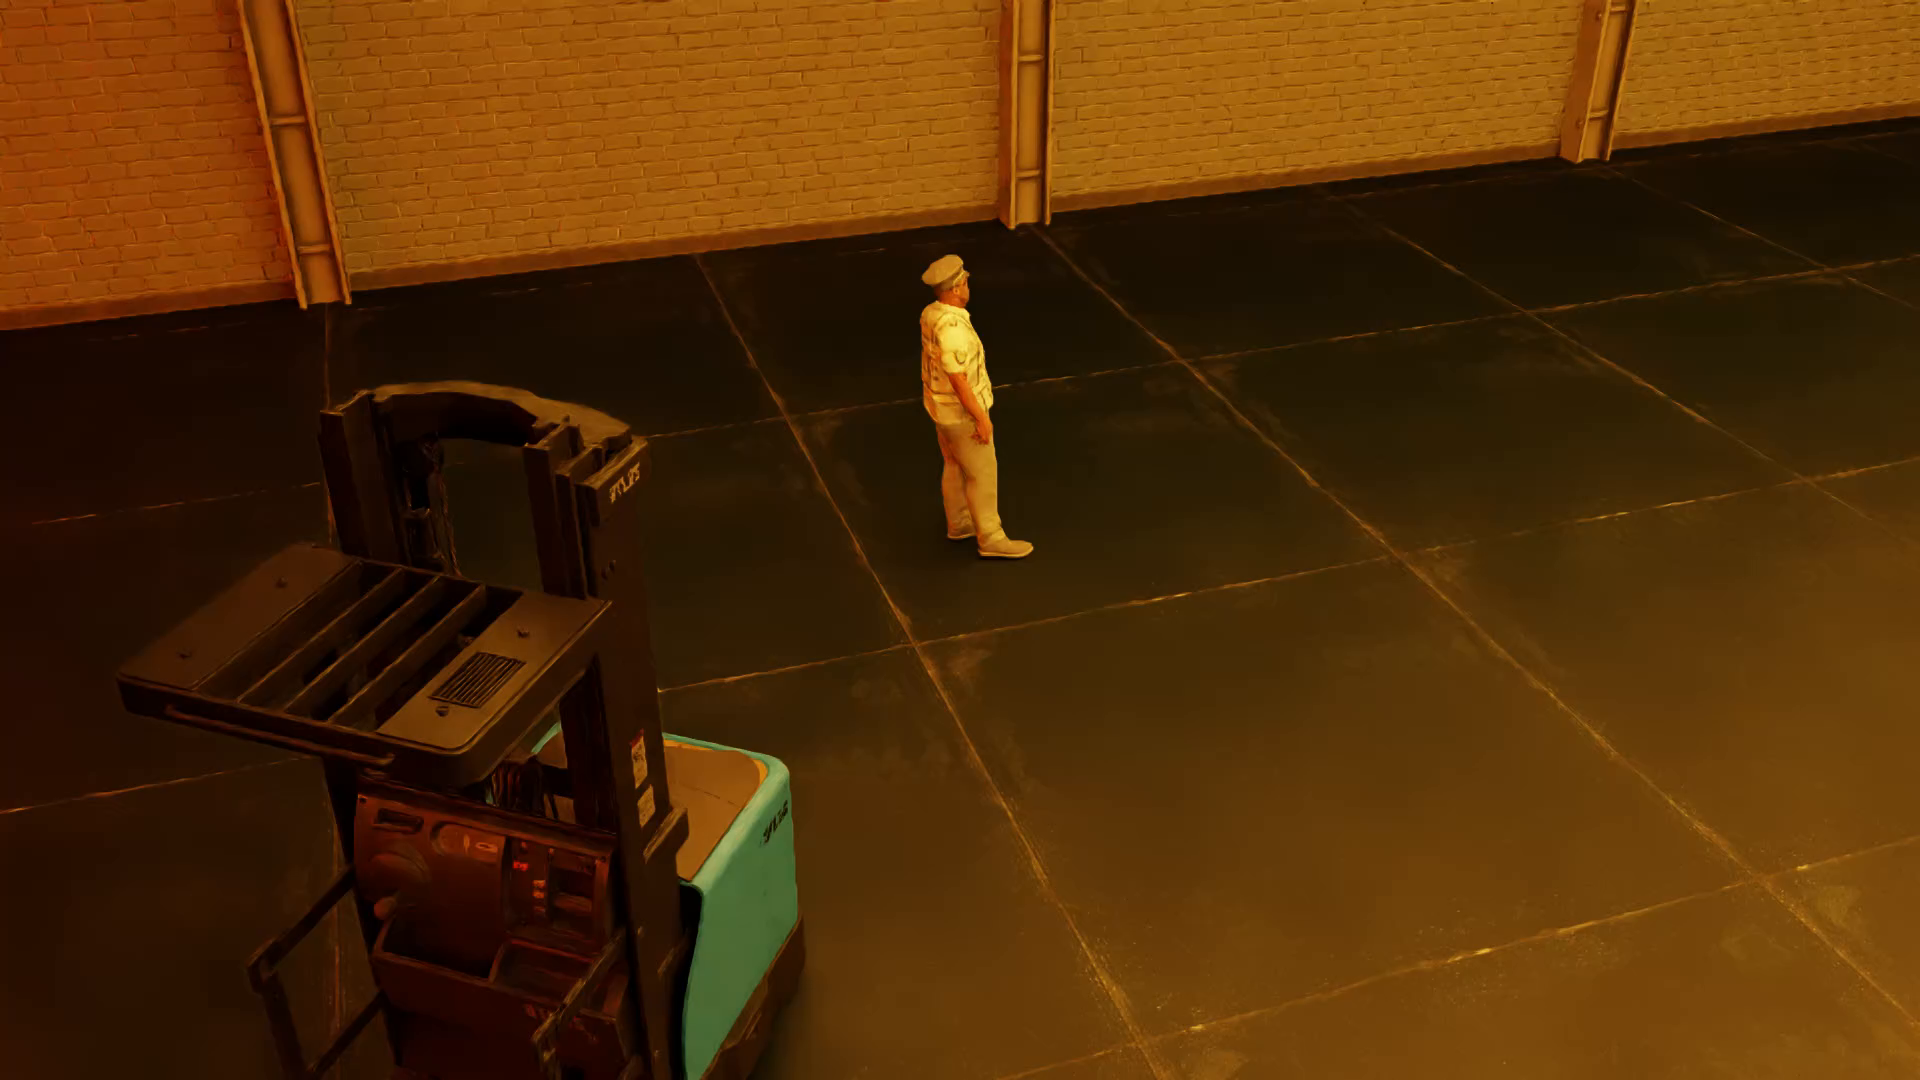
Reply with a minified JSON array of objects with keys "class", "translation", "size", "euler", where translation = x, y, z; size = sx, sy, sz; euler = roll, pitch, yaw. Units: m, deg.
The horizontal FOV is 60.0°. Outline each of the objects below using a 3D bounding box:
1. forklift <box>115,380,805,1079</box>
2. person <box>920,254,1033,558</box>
[{"class":"forklift","translation":[-1.598,1.120,5.140],"size":[1.130,2.935,3.031],"euler":[10,31,16]},{"class":"person","translation":[0.078,-0.786,9.589],"size":[0.574,1.781,0.640],"euler":[-10,31,-16]}]
